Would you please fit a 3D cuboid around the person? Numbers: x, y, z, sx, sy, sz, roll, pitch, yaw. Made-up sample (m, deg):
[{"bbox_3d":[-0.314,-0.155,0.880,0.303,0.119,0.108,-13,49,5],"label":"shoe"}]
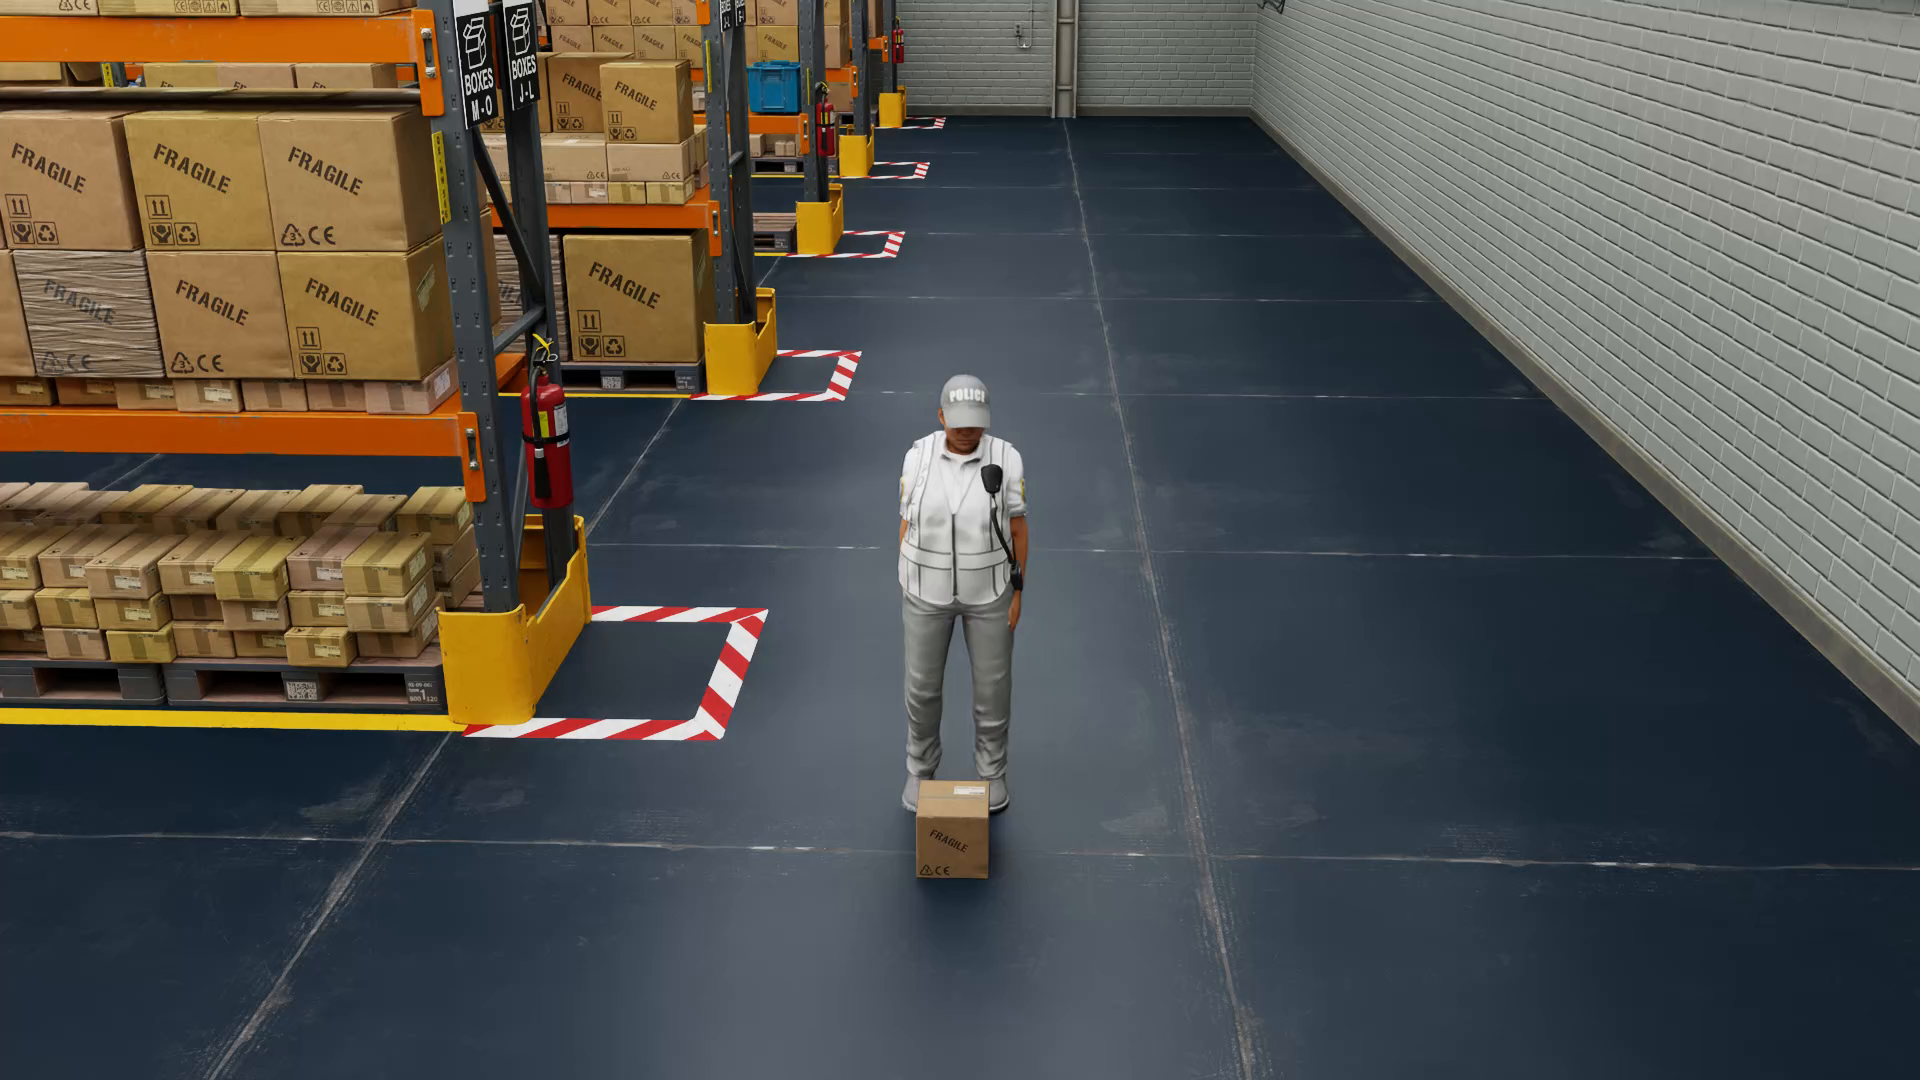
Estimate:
[{"bbox_3d":[0.013,0.203,6.068,0.469,1.664,0.390,1,21,3],"label":"person"}]
